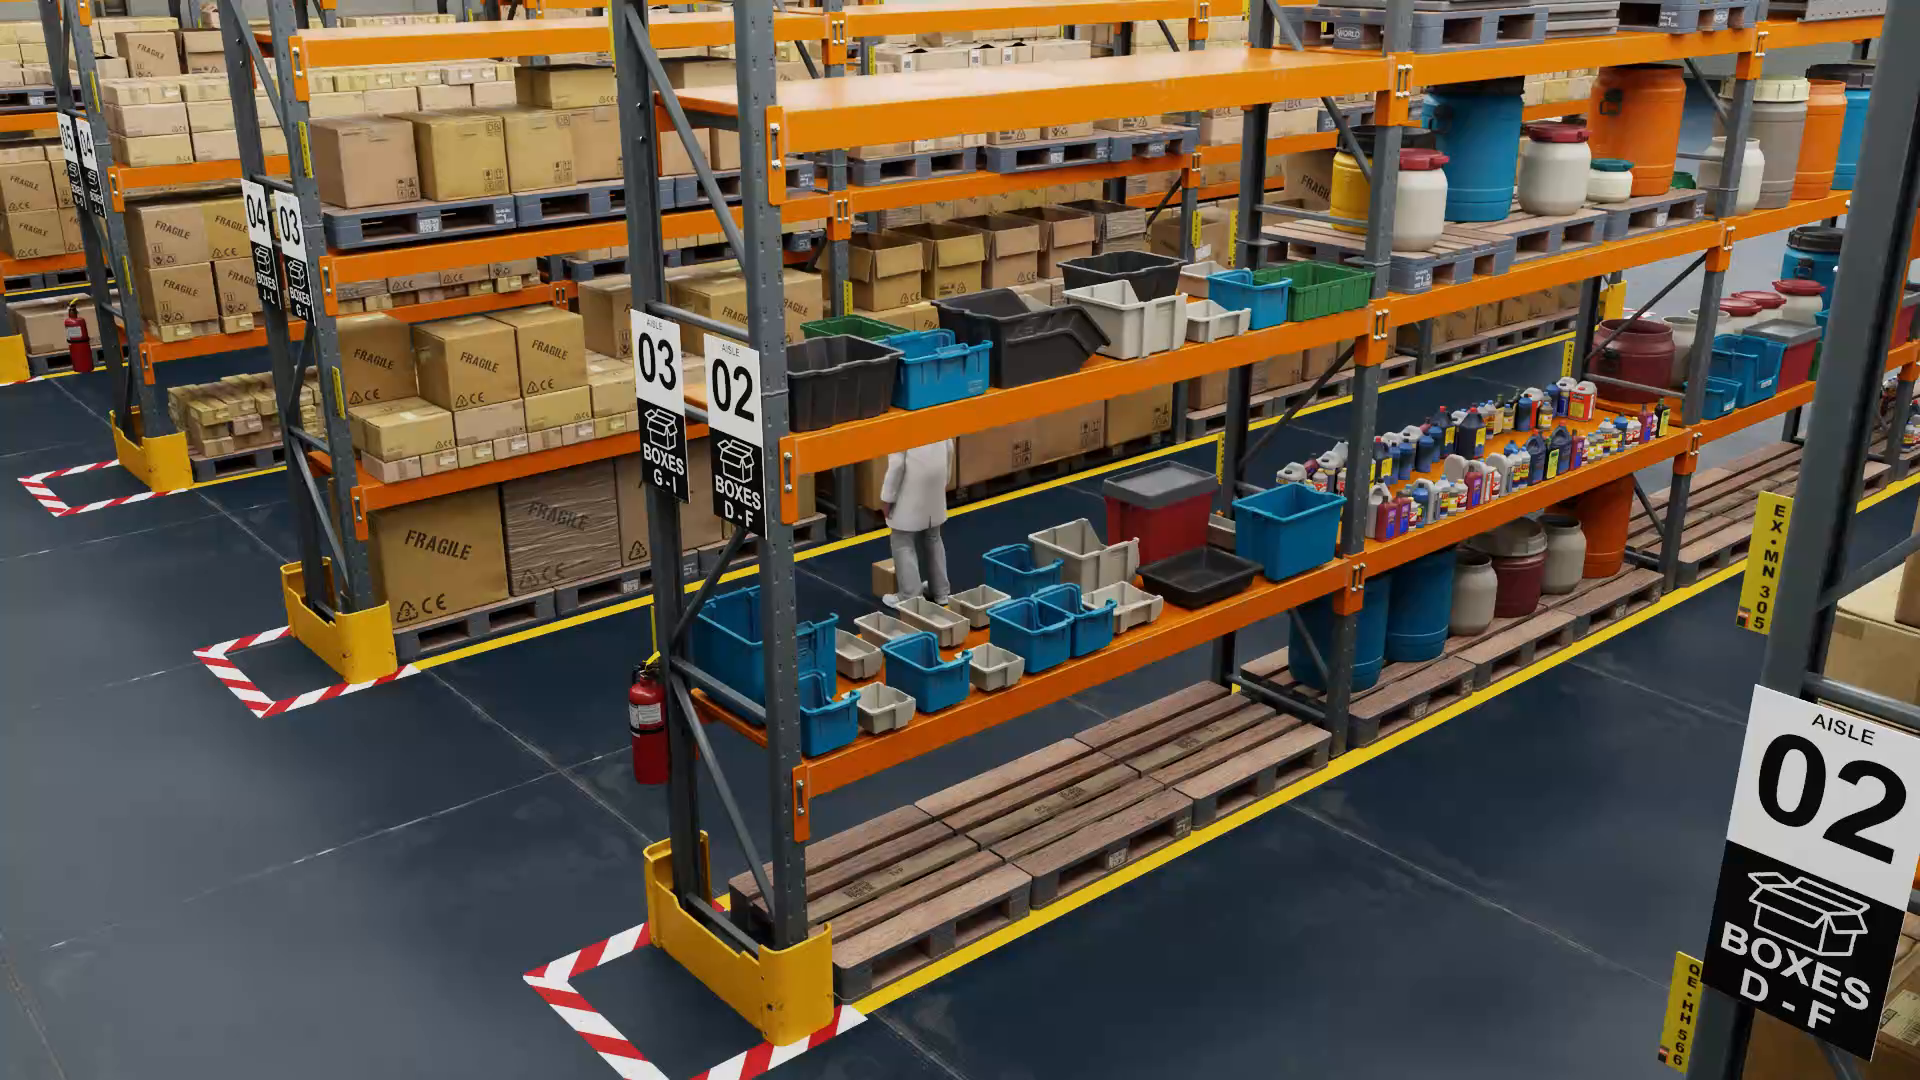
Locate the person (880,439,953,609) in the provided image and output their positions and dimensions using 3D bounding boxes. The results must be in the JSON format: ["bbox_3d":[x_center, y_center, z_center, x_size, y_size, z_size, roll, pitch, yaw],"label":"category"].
[{"bbox_3d":[-0.322,-0.345,12.019,0.647,1.772,0.429,-19,28,-41],"label":"person"}]
